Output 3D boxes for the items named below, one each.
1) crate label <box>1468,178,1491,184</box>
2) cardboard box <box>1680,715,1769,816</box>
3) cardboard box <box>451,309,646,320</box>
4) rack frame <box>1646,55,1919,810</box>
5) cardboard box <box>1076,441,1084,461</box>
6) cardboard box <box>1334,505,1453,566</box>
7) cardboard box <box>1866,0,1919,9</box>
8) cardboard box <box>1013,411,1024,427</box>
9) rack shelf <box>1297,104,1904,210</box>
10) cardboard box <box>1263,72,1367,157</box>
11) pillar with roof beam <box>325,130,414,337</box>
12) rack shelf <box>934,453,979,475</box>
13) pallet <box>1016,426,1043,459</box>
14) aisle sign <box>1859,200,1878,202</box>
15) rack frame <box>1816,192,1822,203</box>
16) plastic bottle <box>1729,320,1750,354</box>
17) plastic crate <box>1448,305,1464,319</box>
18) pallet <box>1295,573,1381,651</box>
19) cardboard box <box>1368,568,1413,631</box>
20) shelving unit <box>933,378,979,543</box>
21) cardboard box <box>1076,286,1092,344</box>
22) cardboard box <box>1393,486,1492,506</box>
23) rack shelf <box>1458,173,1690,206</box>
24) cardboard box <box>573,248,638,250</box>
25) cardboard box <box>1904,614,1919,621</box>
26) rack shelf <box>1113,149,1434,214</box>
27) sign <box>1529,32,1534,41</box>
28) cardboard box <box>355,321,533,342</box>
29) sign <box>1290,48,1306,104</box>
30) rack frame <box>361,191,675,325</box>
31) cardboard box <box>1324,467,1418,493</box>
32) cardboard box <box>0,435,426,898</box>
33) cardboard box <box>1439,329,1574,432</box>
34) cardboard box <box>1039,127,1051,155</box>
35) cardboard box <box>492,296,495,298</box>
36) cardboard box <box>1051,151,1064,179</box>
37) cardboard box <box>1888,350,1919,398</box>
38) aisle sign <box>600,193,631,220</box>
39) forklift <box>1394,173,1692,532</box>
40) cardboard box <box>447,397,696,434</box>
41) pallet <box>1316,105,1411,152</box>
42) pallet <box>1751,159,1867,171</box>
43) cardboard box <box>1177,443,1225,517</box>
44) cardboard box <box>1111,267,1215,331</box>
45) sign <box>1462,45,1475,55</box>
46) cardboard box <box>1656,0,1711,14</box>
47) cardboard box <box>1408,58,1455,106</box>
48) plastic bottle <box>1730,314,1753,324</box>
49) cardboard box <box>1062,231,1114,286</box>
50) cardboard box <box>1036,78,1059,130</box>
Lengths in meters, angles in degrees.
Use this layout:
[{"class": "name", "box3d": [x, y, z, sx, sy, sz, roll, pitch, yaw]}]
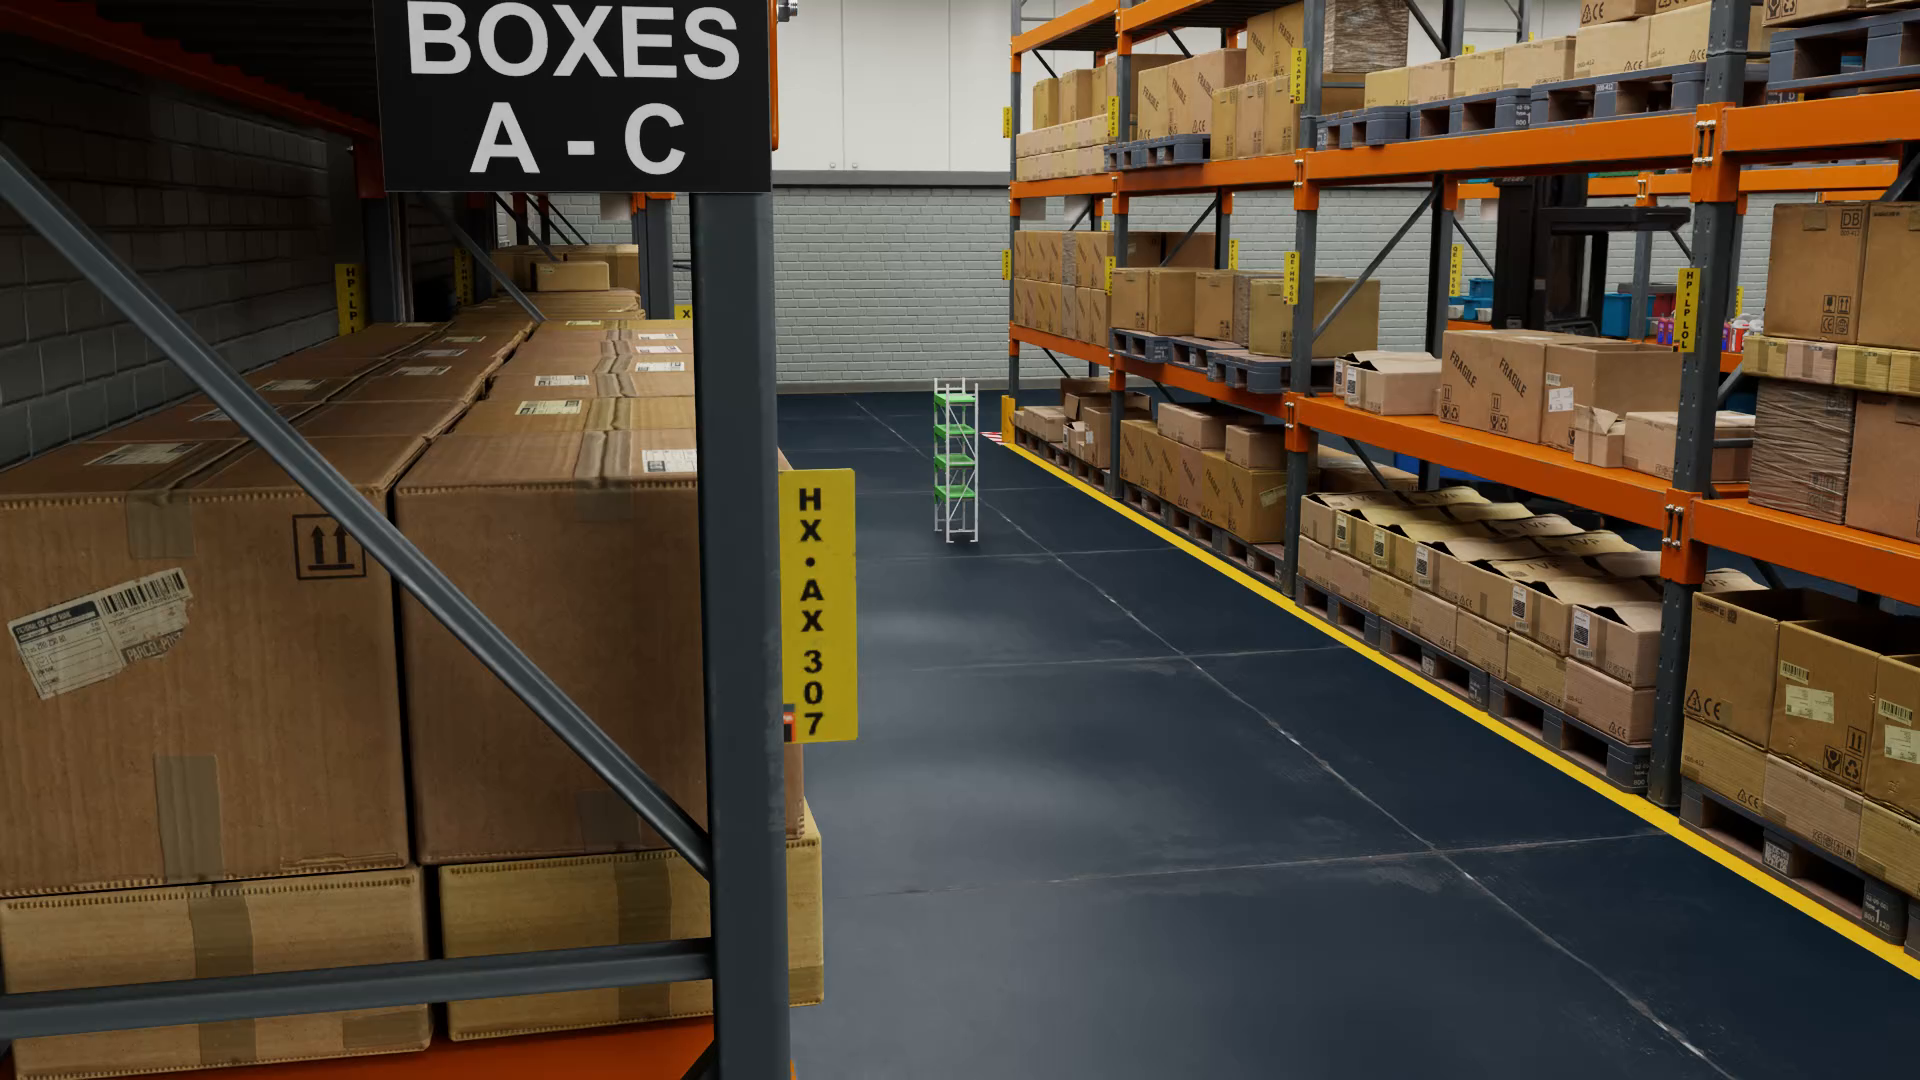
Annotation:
[{"class": "crate label", "box3d": [5.765, -3.990, 18.012, 0.408, 0.251, 0.502, -2, 11, -11]}, {"class": "cardboard box", "box3d": [3.170, 0.850, 6.437, 0.500, 0.250, 0.500, -2, 11, -11]}, {"class": "cardboard box", "box3d": [-1.648, -0.672, 6.760, 0.700, 0.500, 0.500, -1, 11, -5]}, {"class": "rack frame", "box3d": [3.377, -0.390, 6.724, 1.000, 3.000, 0.127, -2, 11, -11]}, {"class": "cardboard box", "box3d": [1.300, -0.834, 15.503, 0.380, 0.149, 0.250, -2, 11, -11]}, {"class": "cardboard box", "box3d": [2.523, -0.052, 9.678, 0.500, 0.311, 0.500, -2, 11, -12]}, {"class": "cardboard box", "box3d": [3.321, -1.894, 5.343, 0.500, 0.311, 0.500, -3, 11, -14]}, {"class": "cardboard box", "box3d": [0.788, -1.317, 18.043, 0.380, 0.149, 0.250, -2, 11, -11]}, {"class": "rack shelf", "box3d": [2.988, -1.877, 8.438, 1.077, 0.370, 4.000, -2, 11, -11]}, {"class": "cardboard box", "box3d": [2.481, -2.725, 10.702, 0.910, 0.500, 0.500, -2, 11, -11]}, {"class": "pillar with roof beam", "box3d": [1.368, -3.777, 8.472, 9.100, 9.000, 0.400, -2, 11, -11]}, {"class": "rack shelf", "box3d": [-0.032, -0.557, 12.756, 0.258, 0.148, 0.480, -2, 11, -11]}, {"class": "pallet", "box3d": [1.214, -1.061, 17.706, 1.003, 0.211, 1.213, -2, 11, -11]}, {"class": "aisle sign", "box3d": [11.041, -4.252, 20.060, 0.394, 0.787, 0.004, -2, 11, -11]}, {"class": "rack frame", "box3d": [10.761, -2.951, 20.176, 1.000, 3.000, 0.127, -2, 11, -11]}, {"class": "plastic bottle", "box3d": [6.577, -1.707, 13.976, 0.152, 0.276, 0.135, -2, 11, -11]}, {"class": "plastic crate", "box3d": [5.609, -2.551, 18.623, 0.250, 0.136, 0.298, -2, 11, -11]}, {"class": "pallet", "box3d": [2.721, 0.399, 10.038, 1.003, 0.211, 1.213, -2, 11, -11]}, {"class": "cardboard box", "box3d": [2.619, 0.315, 9.251, 0.500, 0.250, 0.500, -2, 11, -13]}, {"class": "shelving unit", "box3d": [-0.032, -0.620, 12.744, 0.258, 1.200, 0.503, -2, 11, -11]}, {"class": "cardboard box", "box3d": [1.371, -2.083, 15.352, 0.500, 0.500, 0.500, -2, 11, -9]}, {"class": "cardboard box", "box3d": [2.943, -0.168, 10.286, 0.500, 0.311, 0.500, -2, 11, -10]}, {"class": "rack shelf", "box3d": [6.292, -3.524, 17.089, 1.077, 0.370, 4.000, -2, 11, -11]}, {"class": "cardboard box", "box3d": [-2.301, -1.799, 11.004, 0.500, 0.250, 0.500, -2, 11, -11]}, {"class": "cardboard box", "box3d": [3.768, 0.555, 5.982, 0.500, 0.500, 0.500, -2, 11, -11]}, {"class": "rack shelf", "box3d": [2.210, -2.611, 12.292, 1.077, 0.370, 4.000, -2, 11, -11]}, {"class": "sign", "box3d": [6.439, -5.582, 18.820, 0.100, 0.325, 0.005, -2, 11, -11]}, {"class": "cardboard box", "box3d": [-1.595, -0.420, 5.223, 0.500, 0.500, 0.500, -2, 11, -12]}, {"class": "sign", "box3d": [2.067, -2.832, 10.148, 0.100, 0.325, 0.005, -2, 11, -11]}, {"class": "rack frame", "box3d": [-1.481, -0.209, 5.774, 1.000, 3.000, 0.127, -2, 11, -11]}, {"class": "cardboard box", "box3d": [2.791, -0.206, 11.264, 0.500, 0.500, 0.500, -2, 11, -9]}, {"class": "cardboard box", "box3d": [-1.003, 0.141, 2.275, 0.500, 0.500, 0.500, -2, 11, -12]}, {"class": "cardboard box", "box3d": [2.942, -0.866, 8.955, 0.500, 0.500, 0.500, -3, 11, -14]}, {"class": "cardboard box", "box3d": [1.082, -3.949, 16.465, 0.500, 0.250, 0.500, -2, 11, -11]}, {"class": "cardboard box", "box3d": [-2.610, -1.225, 9.994, 0.500, 0.500, 0.500, -2, 11, -11]}, {"class": "cardboard box", "box3d": [1.181, -3.612, 16.031, 0.500, 0.250, 0.500, -2, 11, -11]}, {"class": "cardboard box", "box3d": [3.393, -0.560, 5.615, 0.380, 0.149, 0.250, -2, 11, -12]}, {"class": "aisle sign", "box3d": [-3.535, -3.711, 17.221, 0.394, 0.787, 0.004, -2, 11, -11]}, {"class": "forklift", "box3d": [5.049, -1.590, 13.212, 1.130, 2.935, 3.031, -10, 14, -41]}, {"class": "cardboard box", "box3d": [-0.588, 0.030, 2.857, 0.500, 0.500, 0.500, -2, 11, -11]}, {"class": "pallet", "box3d": [2.819, -2.383, 9.678, 1.213, 0.211, 1.003, -2, 11, -8]}, {"class": "pallet", "box3d": [7.152, -3.069, 13.284, 1.003, 0.211, 1.213, -2, 11, -11]}, {"class": "cardboard box", "box3d": [1.979, -0.466, 12.630, 0.500, 0.500, 0.500, -3, 11, -13]}, {"class": "cardboard box", "box3d": [1.694, -2.018, 13.885, 0.700, 0.500, 0.500, -6, 12, -30]}, {"class": "sign", "box3d": [3.145, -2.909, 10.340, 0.100, 0.325, 0.005, -2, 11, -11]}, {"class": "cardboard box", "box3d": [3.296, -2.479, 6.950, 0.500, 0.500, 0.500, -2, 11, -10]}, {"class": "cardboard box", "box3d": [2.862, -2.553, 9.344, 0.500, 0.250, 0.500, -2, 11, -9]}, {"class": "plastic bottle", "box3d": [7.074, -1.915, 15.069, 0.152, 0.276, 0.135, -2, 11, -11]}, {"class": "cardboard box", "box3d": [1.269, -2.667, 15.746, 0.500, 0.500, 0.500, -2, 11, -11]}, {"class": "cardboard box", "box3d": [1.173, -4.416, 16.914, 0.700, 0.500, 0.500, -2, 11, -11]}]
